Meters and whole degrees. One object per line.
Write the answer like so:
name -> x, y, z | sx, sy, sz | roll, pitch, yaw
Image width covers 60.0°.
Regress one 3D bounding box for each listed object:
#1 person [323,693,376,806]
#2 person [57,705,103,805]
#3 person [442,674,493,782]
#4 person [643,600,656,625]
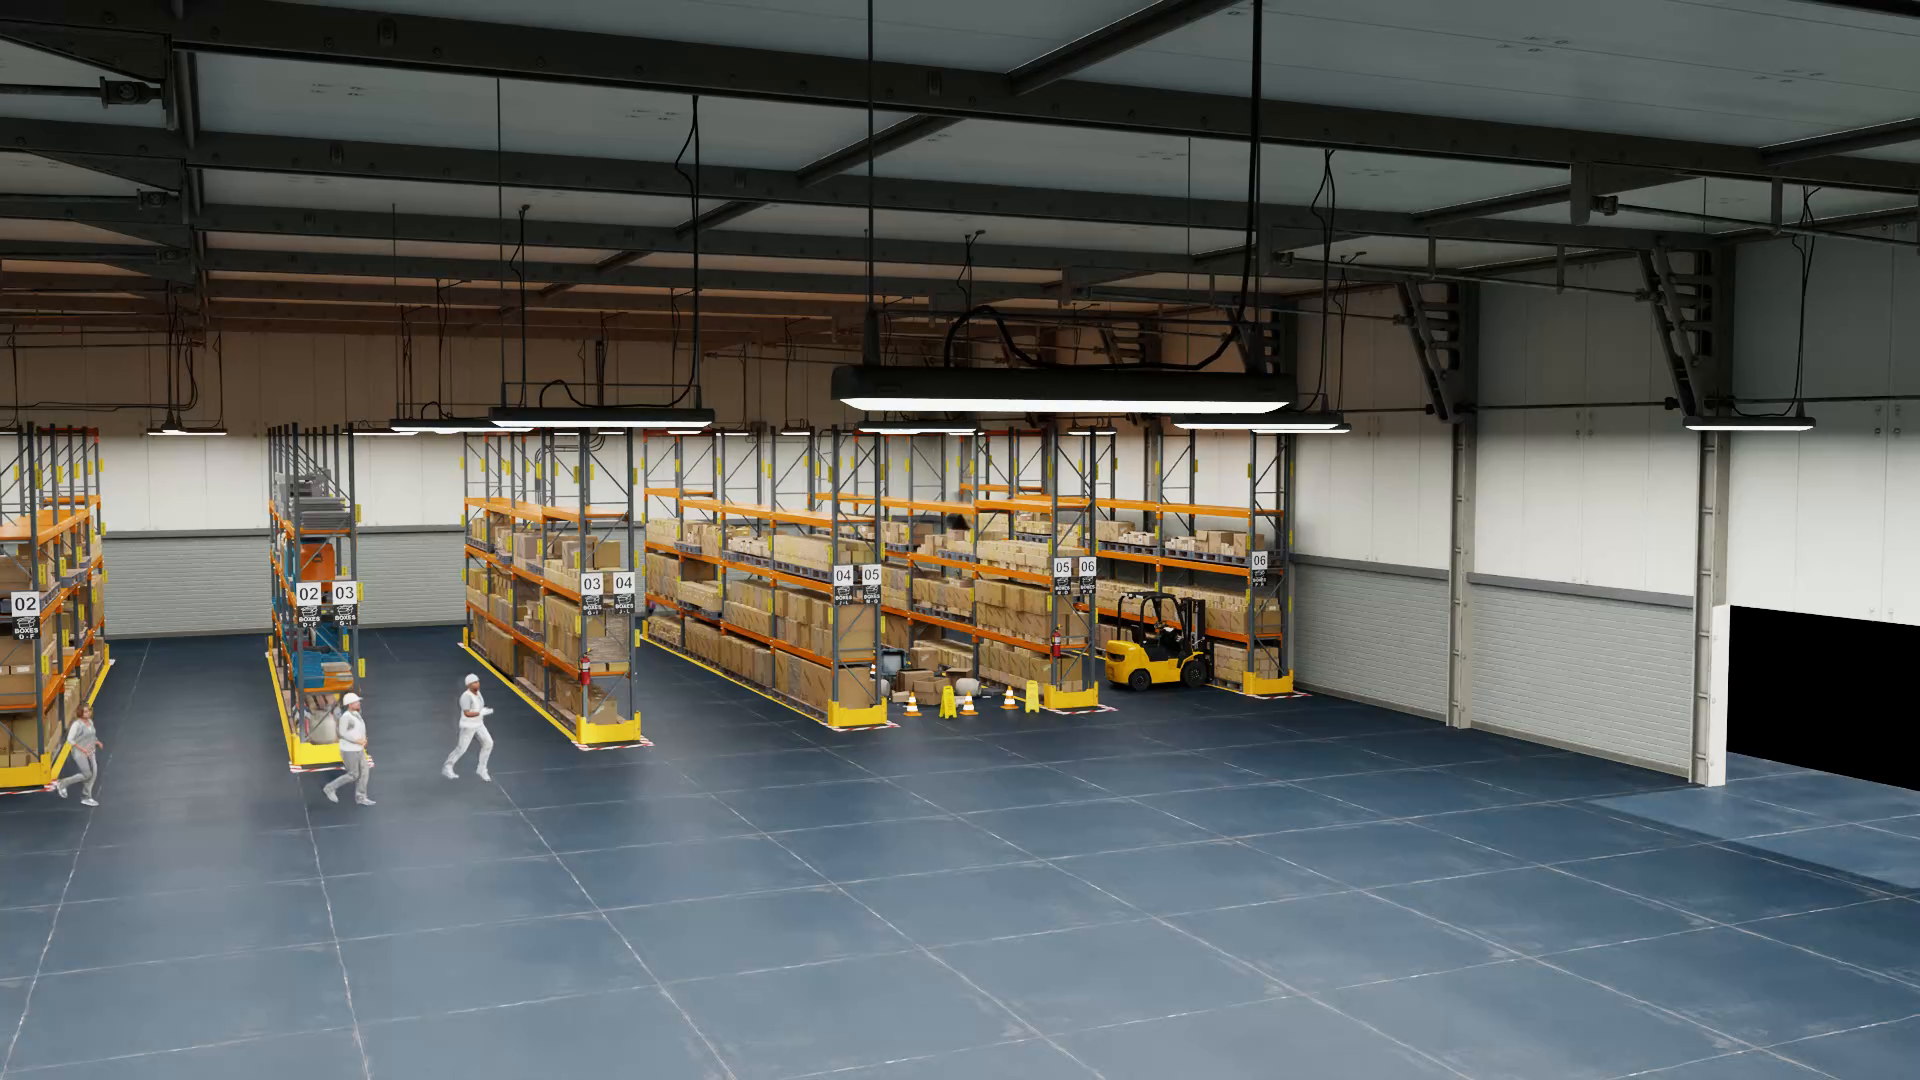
person -> -9.509, 3.266, 25.921 | 0.771, 1.773, 0.685 | 0, 3, -1
person -> -13.765, 3.406, 26.022 | 0.598, 1.492, 0.538 | 1, 4, 8
person -> -8.168, 3.045, 27.738 | 0.914, 1.636, 0.696 | 1, 4, 11
person -> -9.128, 1.992, 49.135 | 0.500, 1.497, 0.641 | -1, 4, -10
